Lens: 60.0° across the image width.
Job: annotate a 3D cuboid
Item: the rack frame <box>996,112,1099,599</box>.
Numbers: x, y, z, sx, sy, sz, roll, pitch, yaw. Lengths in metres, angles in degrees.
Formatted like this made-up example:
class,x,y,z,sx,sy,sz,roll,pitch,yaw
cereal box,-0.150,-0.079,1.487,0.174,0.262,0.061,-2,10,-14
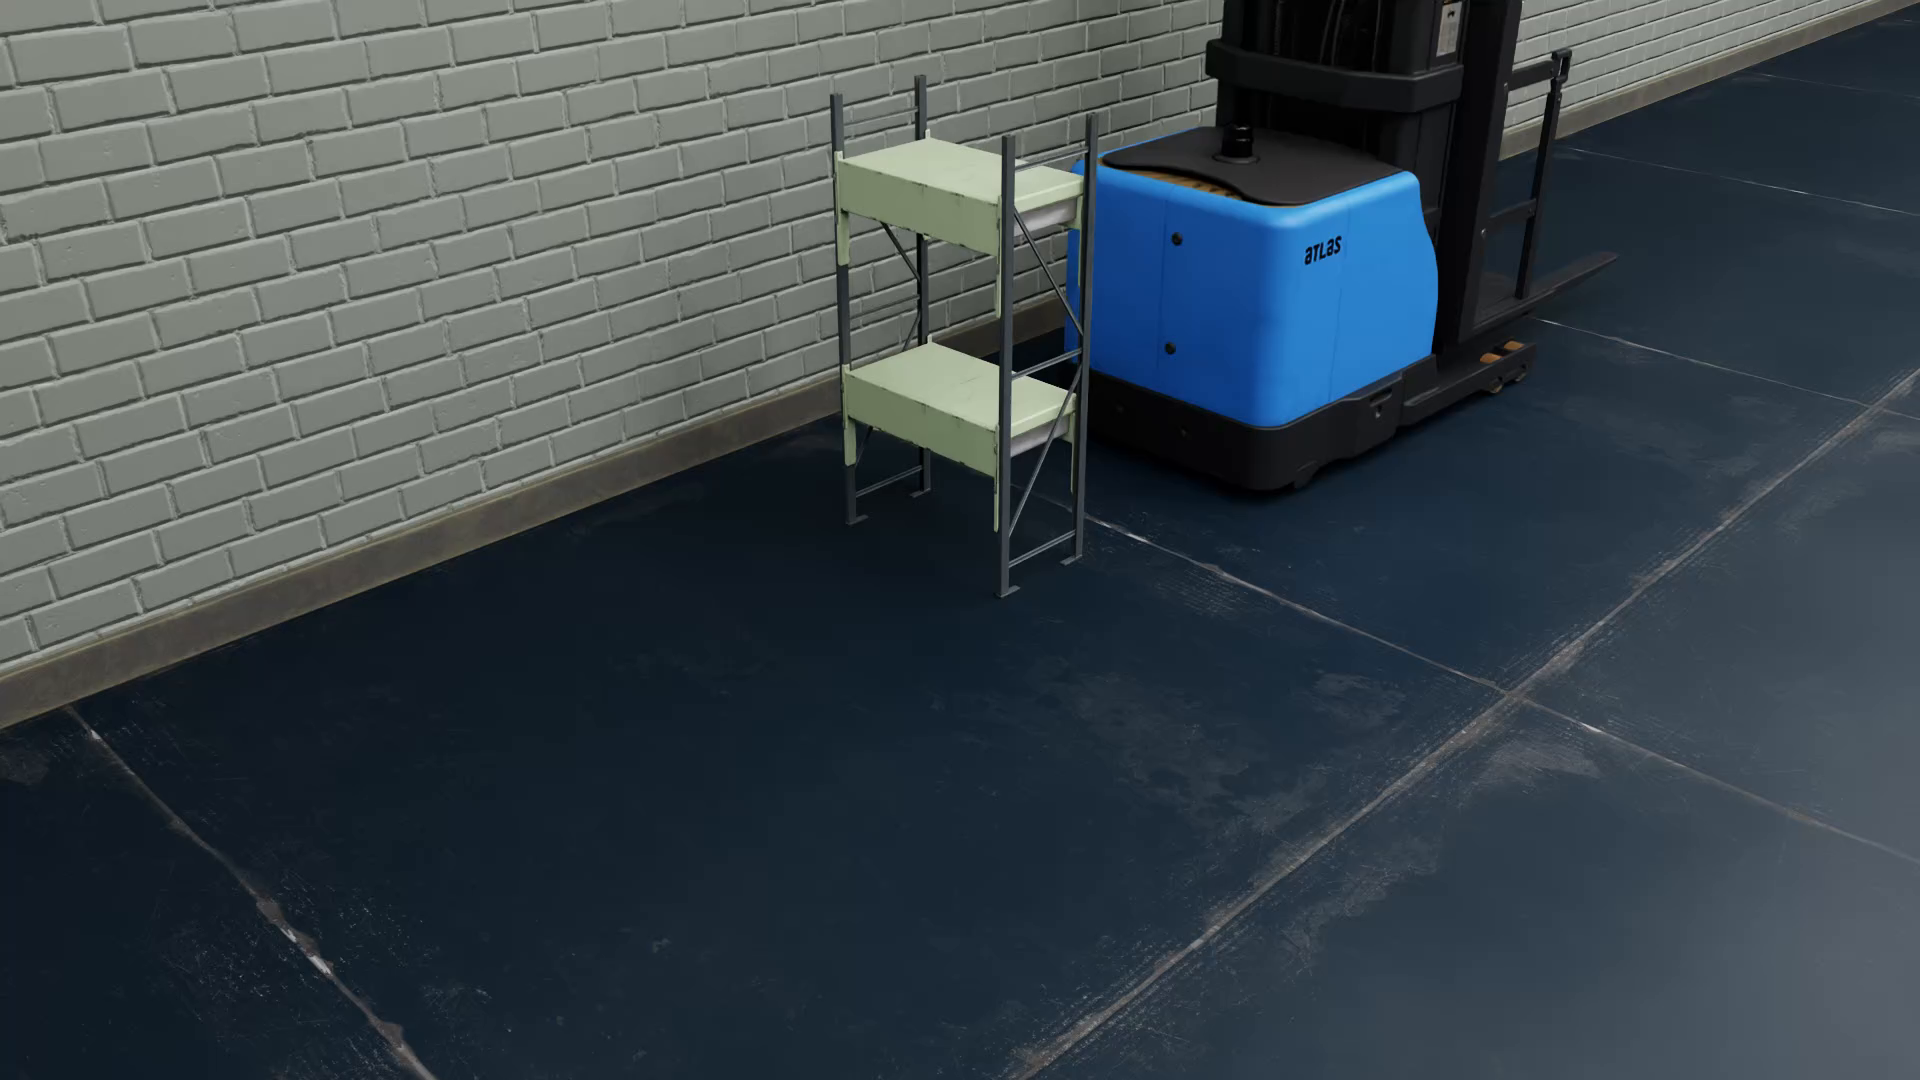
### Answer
class,x,y,z,sx,sy,sz,roll,pitch,yaw
rack frame,0.266,-0.542,5.170,0.023,1.500,0.400,25,36,38

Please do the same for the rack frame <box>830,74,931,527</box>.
class,x,y,z,sx,sy,sz,roll,pitch,yaw
rack frame,-0.256,-0.781,5.624,0.023,1.500,0.400,25,36,38

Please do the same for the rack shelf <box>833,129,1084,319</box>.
class,x,y,z,sx,sy,sz,roll,pitch,yaw
rack shelf,0.005,-1.007,5.215,0.720,0.370,0.431,25,36,38

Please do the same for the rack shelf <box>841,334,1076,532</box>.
class,x,y,z,sx,sy,sz,roll,pitch,yaw
rack shelf,0.005,-0.373,5.549,0.720,0.370,0.431,25,36,38

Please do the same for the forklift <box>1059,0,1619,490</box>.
class,x,y,z,sx,sy,sz,roll,pitch,yaw
forklift,1.789,-2.058,6.514,3.031,2.935,1.130,-25,36,-38

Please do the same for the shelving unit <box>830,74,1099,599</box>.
class,x,y,z,sx,sy,sz,roll,pitch,yaw
shelving unit,0.005,-0.662,5.397,0.755,1.500,0.431,25,36,38
